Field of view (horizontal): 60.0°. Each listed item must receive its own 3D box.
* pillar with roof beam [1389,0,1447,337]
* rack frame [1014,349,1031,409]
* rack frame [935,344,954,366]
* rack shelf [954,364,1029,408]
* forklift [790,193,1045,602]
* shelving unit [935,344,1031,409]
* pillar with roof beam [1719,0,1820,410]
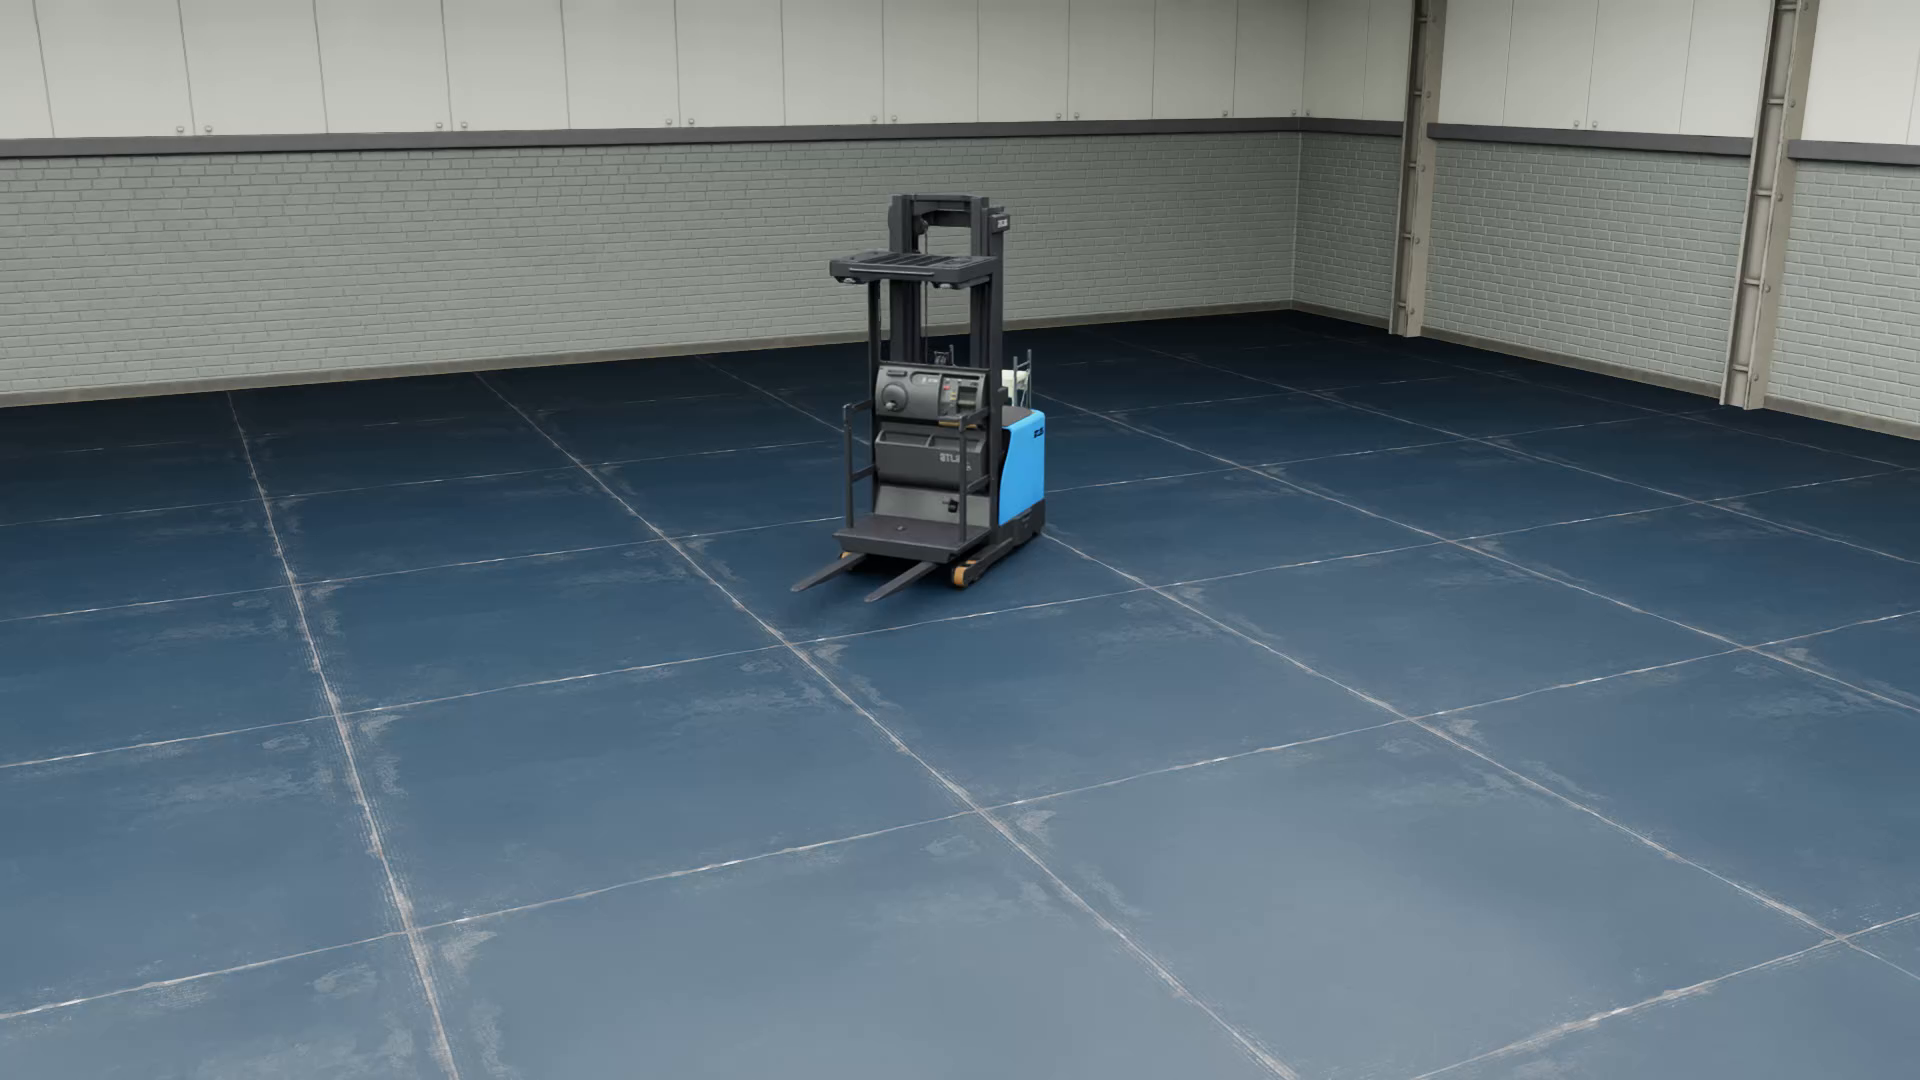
[{"bbox_3d":[2.824,-6.894,21.958,9.100,9.000,0.400,-8,18,-25],"label":"pillar with roof beam"},{"bbox_3d":[0.546,-0.910,14.703,0.023,1.500,0.400,6,17,21],"label":"rack frame"},{"bbox_3d":[-0.135,-0.985,14.963,0.023,1.500,0.400,6,17,21],"label":"rack frame"},{"bbox_3d":[0.206,-1.323,14.725,0.720,0.370,0.431,6,17,21],"label":"rack shelf"},{"bbox_3d":[-0.322,-1.173,13.023,1.130,2.935,3.031,7,17,23],"label":"forklift"},{"bbox_3d":[0.206,-0.947,14.833,0.755,1.500,0.431,6,17,21],"label":"shelving unit"},{"bbox_3d":[5.453,-5.406,16.774,9.100,9.000,0.400,-8,18,-25],"label":"pillar with roof beam"}]
